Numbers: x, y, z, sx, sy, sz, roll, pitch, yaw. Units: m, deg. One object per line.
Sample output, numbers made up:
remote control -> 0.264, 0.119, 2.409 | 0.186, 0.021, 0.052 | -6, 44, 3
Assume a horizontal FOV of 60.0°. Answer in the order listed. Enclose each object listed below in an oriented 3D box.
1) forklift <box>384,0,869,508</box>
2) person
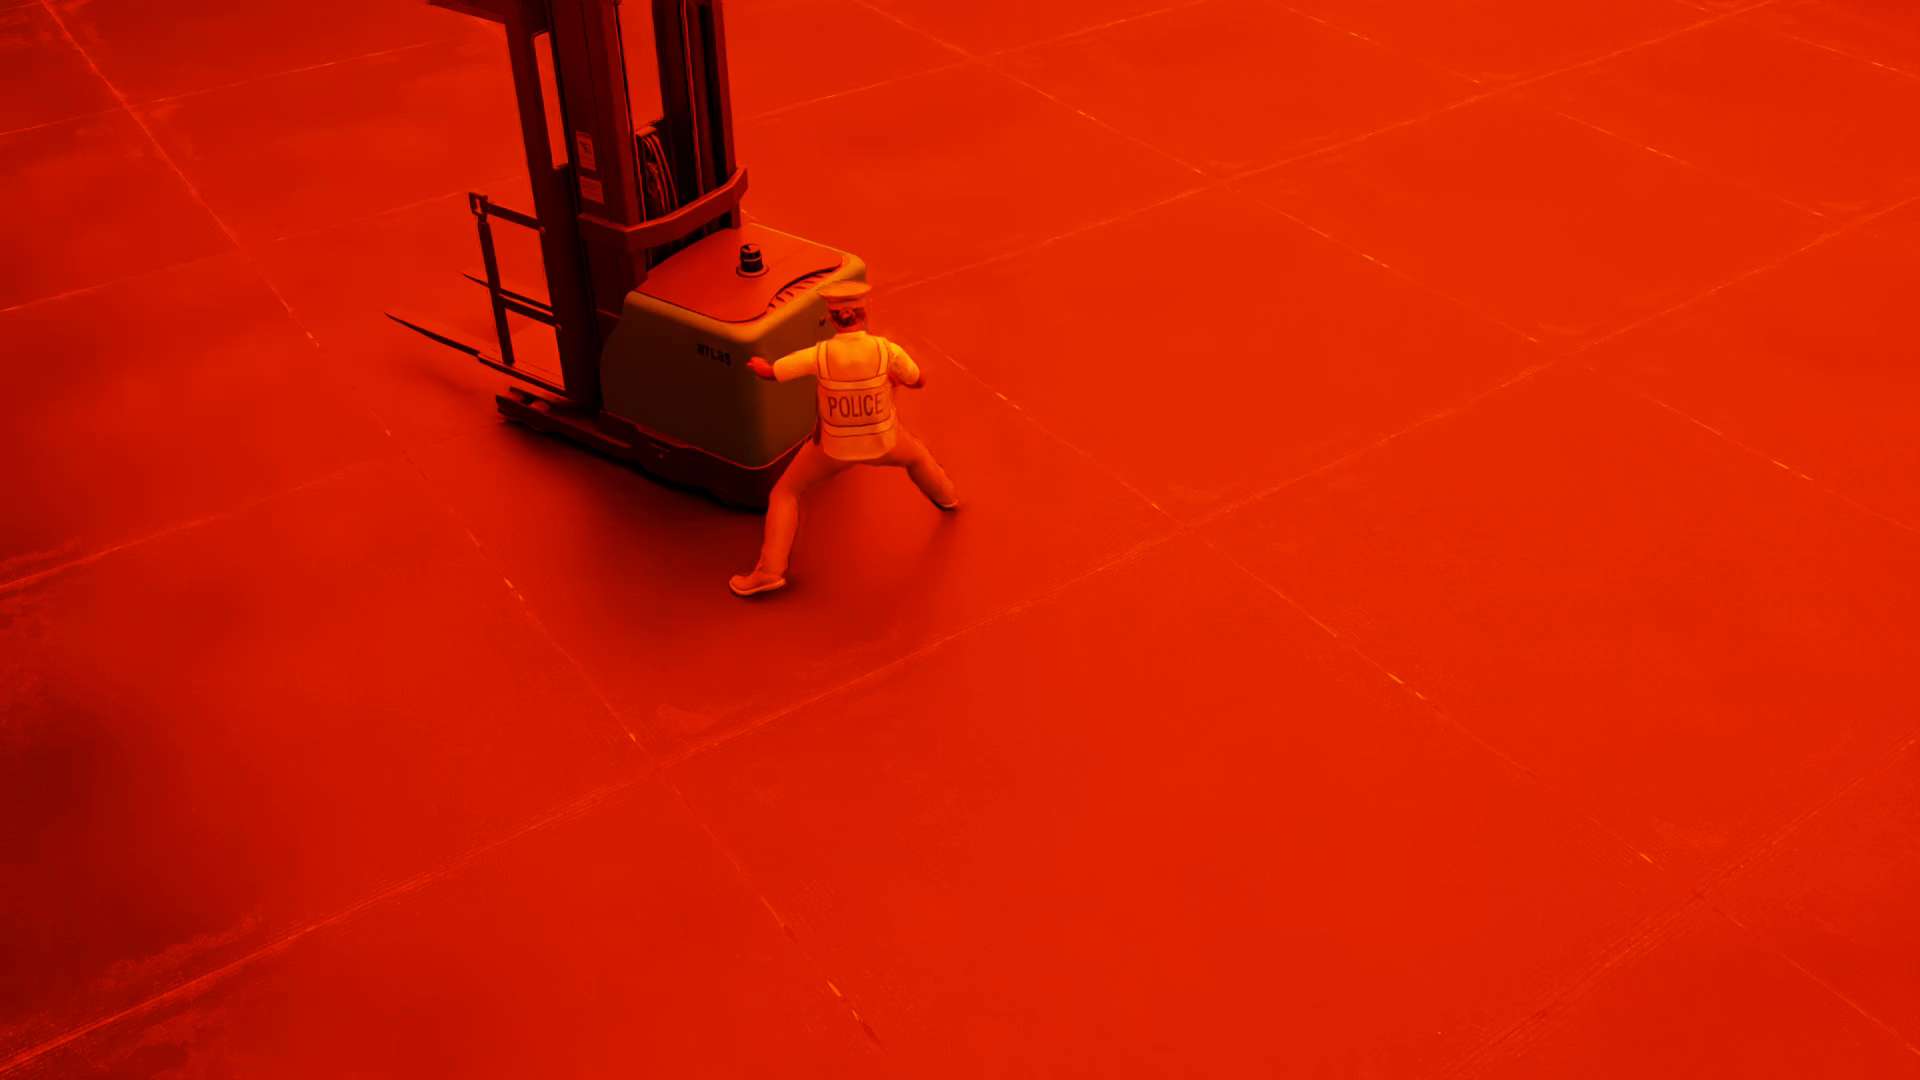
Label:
forklift -> -1.979, -2.021, 8.678 | 3.031, 2.935, 1.130 | 22, 42, 27
person -> -0.571, -0.583, 7.966 | 1.201, 1.474, 0.890 | -6, 37, -8
